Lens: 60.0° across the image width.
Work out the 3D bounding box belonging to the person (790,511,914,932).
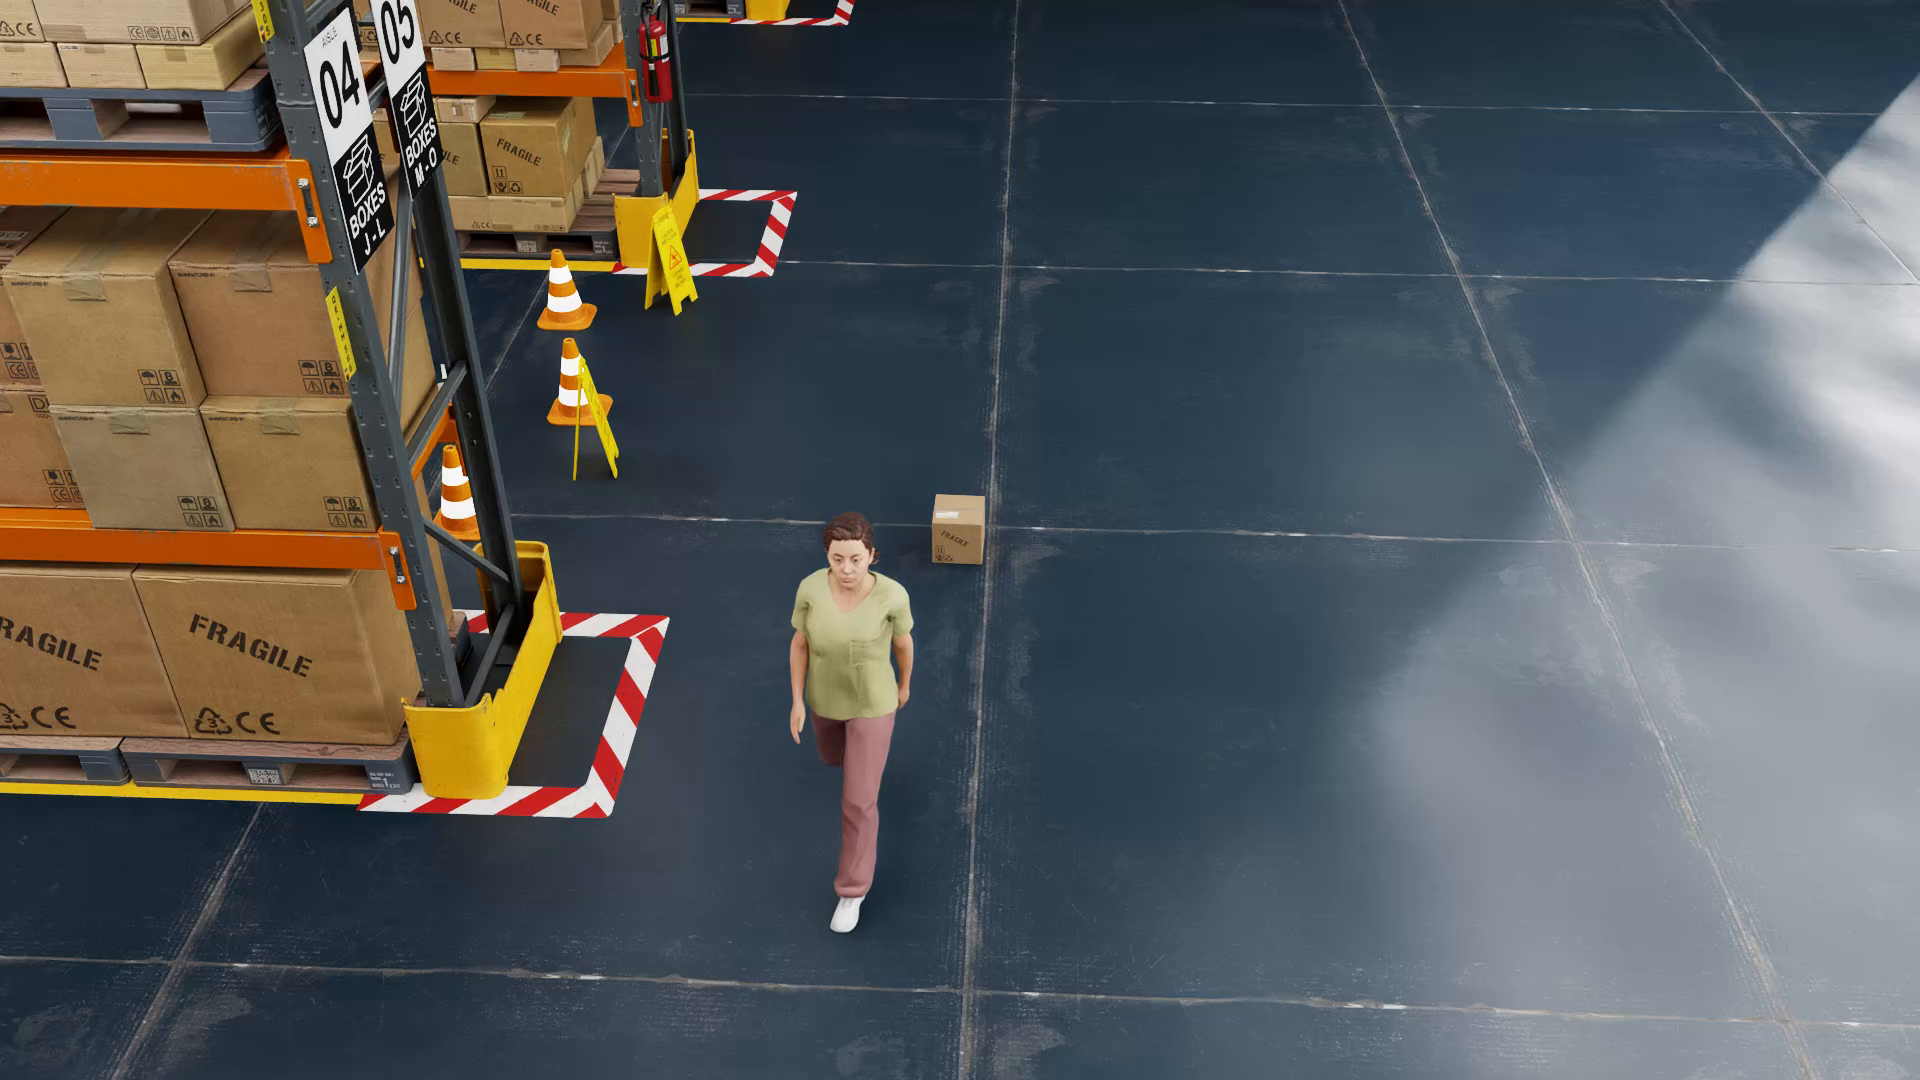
[{"bbox_3d":[-0.407,0.585,6.302,0.442,1.624,1.002,9,37,12],"label":"person"}]
